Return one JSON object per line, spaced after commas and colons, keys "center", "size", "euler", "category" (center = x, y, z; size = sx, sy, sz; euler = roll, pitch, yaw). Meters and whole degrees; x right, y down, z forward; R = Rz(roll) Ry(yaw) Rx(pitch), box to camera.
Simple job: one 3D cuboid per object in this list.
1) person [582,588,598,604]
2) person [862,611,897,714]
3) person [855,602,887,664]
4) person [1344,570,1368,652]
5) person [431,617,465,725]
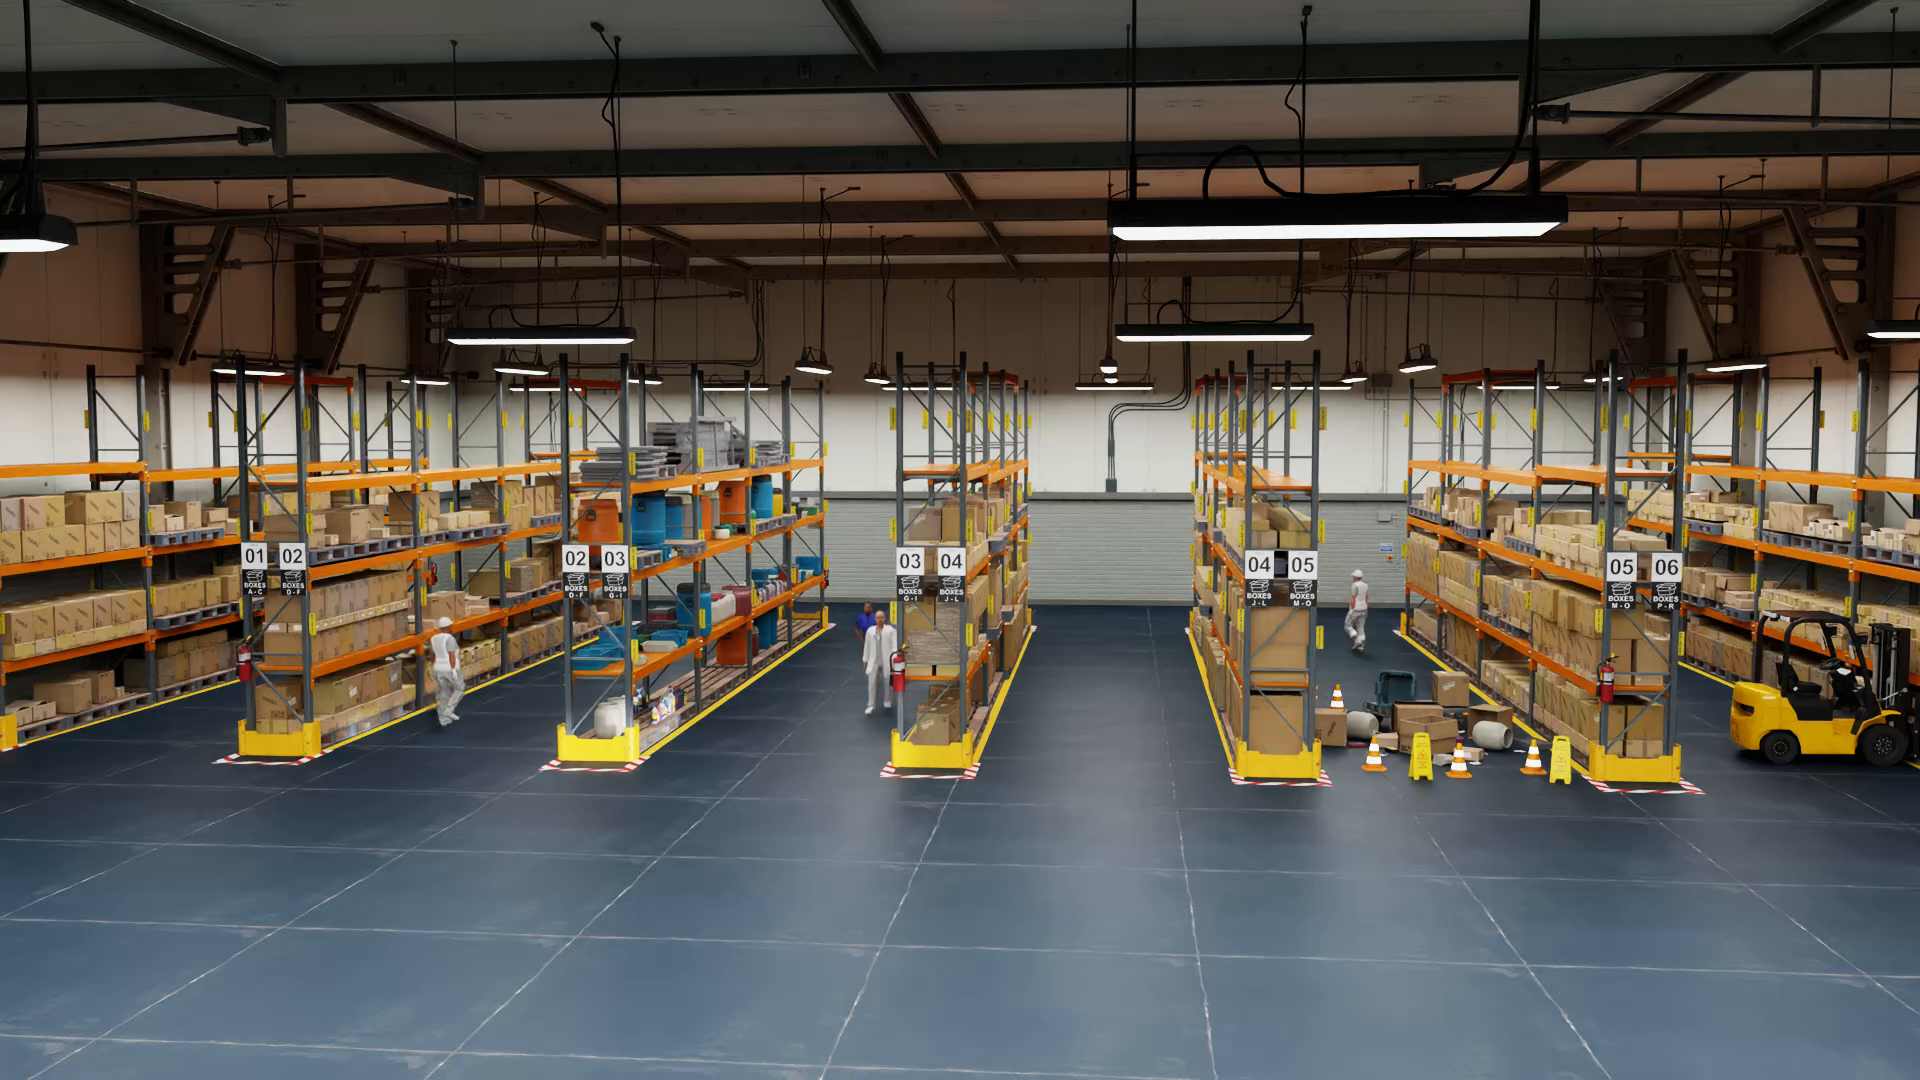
{"center": [-9.472, 1.168, 42.176], "size": [1.037, 1.614, 0.449], "euler": [-4, 6, -44], "category": "person"}
{"center": [-1.381, 2.086, 28.572], "size": [0.670, 1.709, 1.129], "euler": [1, 4, 9], "category": "person"}
{"center": [-1.704, 1.950, 31.979], "size": [0.574, 1.570, 0.742], "euler": [1, 4, 18], "category": "person"}
{"center": [8.667, 1.544, 36.116], "size": [0.594, 1.791, 0.472], "euler": [-3, 5, -37], "category": "person"}
{"center": [-8.489, 2.154, 27.412], "size": [0.599, 1.758, 0.519], "euler": [1, 4, 14], "category": "person"}
